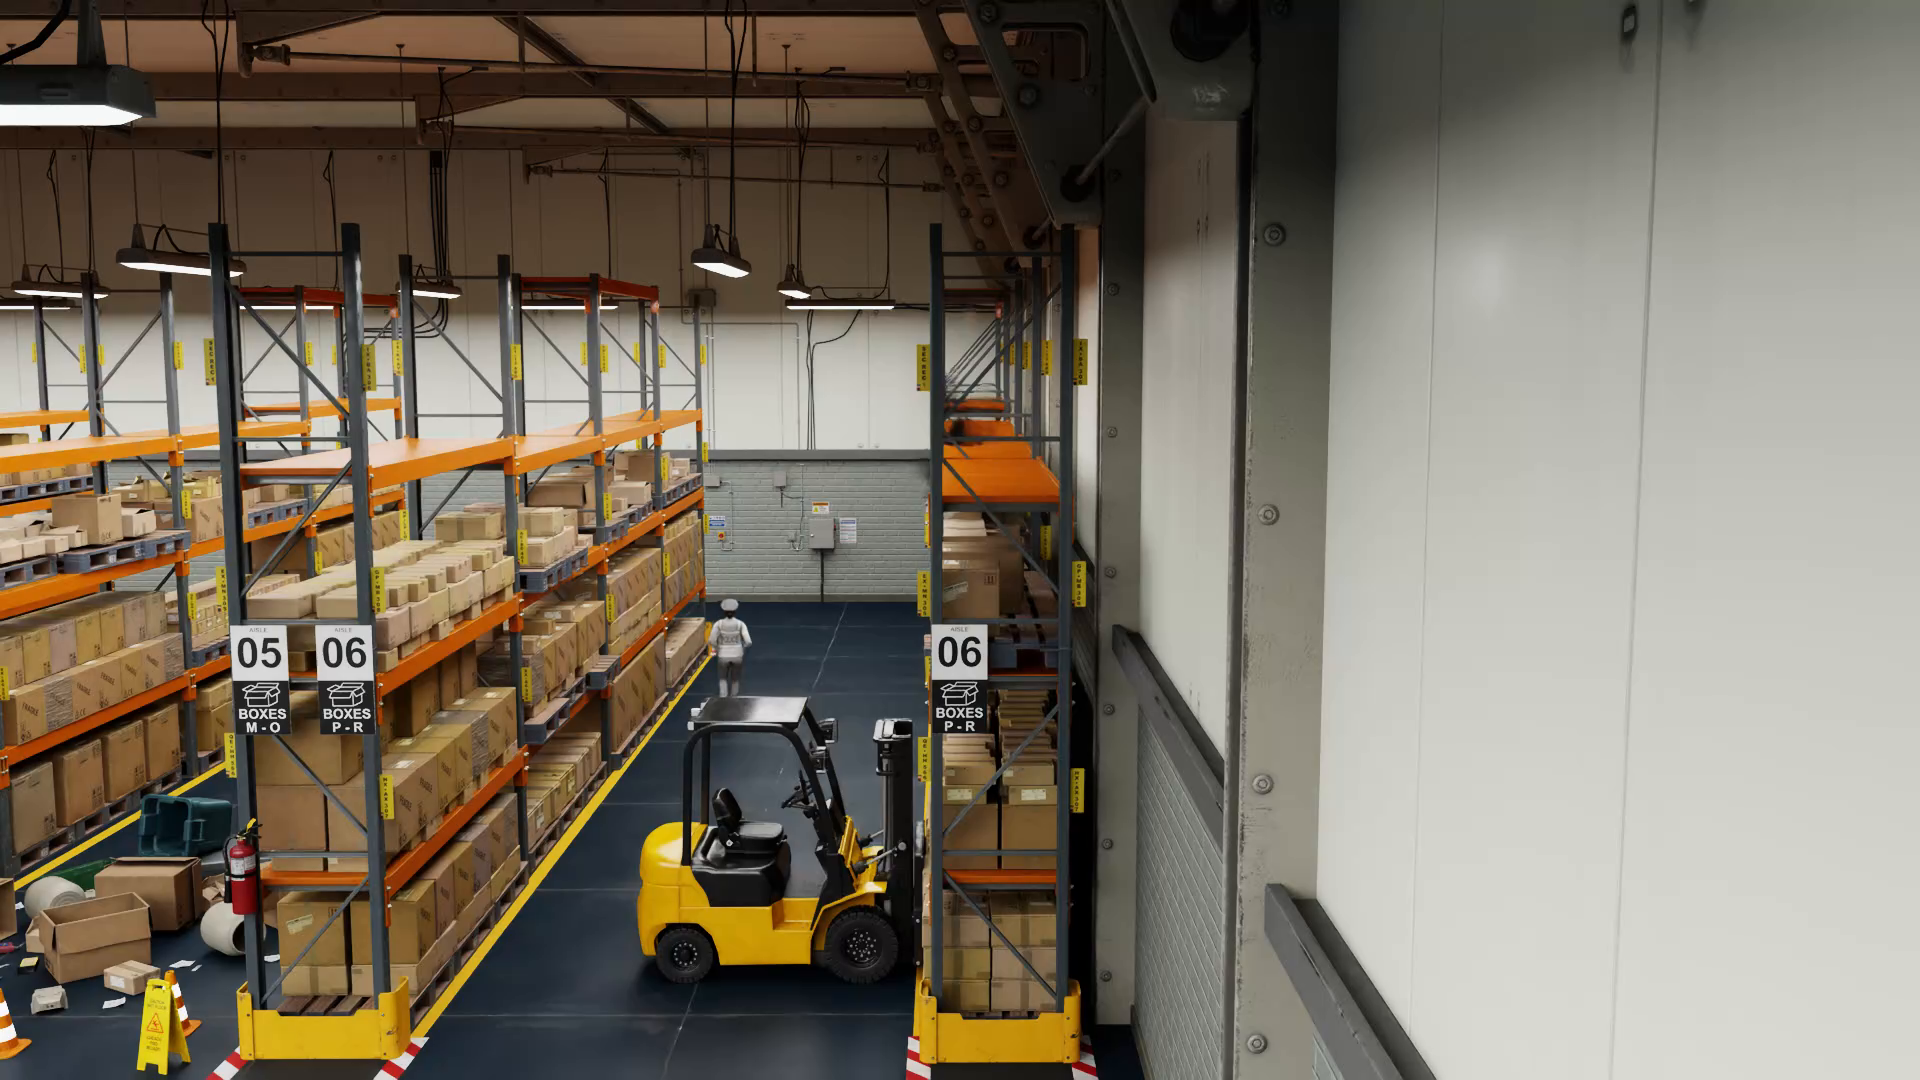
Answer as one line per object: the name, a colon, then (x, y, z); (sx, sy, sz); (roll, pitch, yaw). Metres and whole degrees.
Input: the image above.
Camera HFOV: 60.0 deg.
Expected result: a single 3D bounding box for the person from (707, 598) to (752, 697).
person: (-3.222, 1.634, 23.274); (0.611, 1.649, 0.569); (-1, 7, -7)
